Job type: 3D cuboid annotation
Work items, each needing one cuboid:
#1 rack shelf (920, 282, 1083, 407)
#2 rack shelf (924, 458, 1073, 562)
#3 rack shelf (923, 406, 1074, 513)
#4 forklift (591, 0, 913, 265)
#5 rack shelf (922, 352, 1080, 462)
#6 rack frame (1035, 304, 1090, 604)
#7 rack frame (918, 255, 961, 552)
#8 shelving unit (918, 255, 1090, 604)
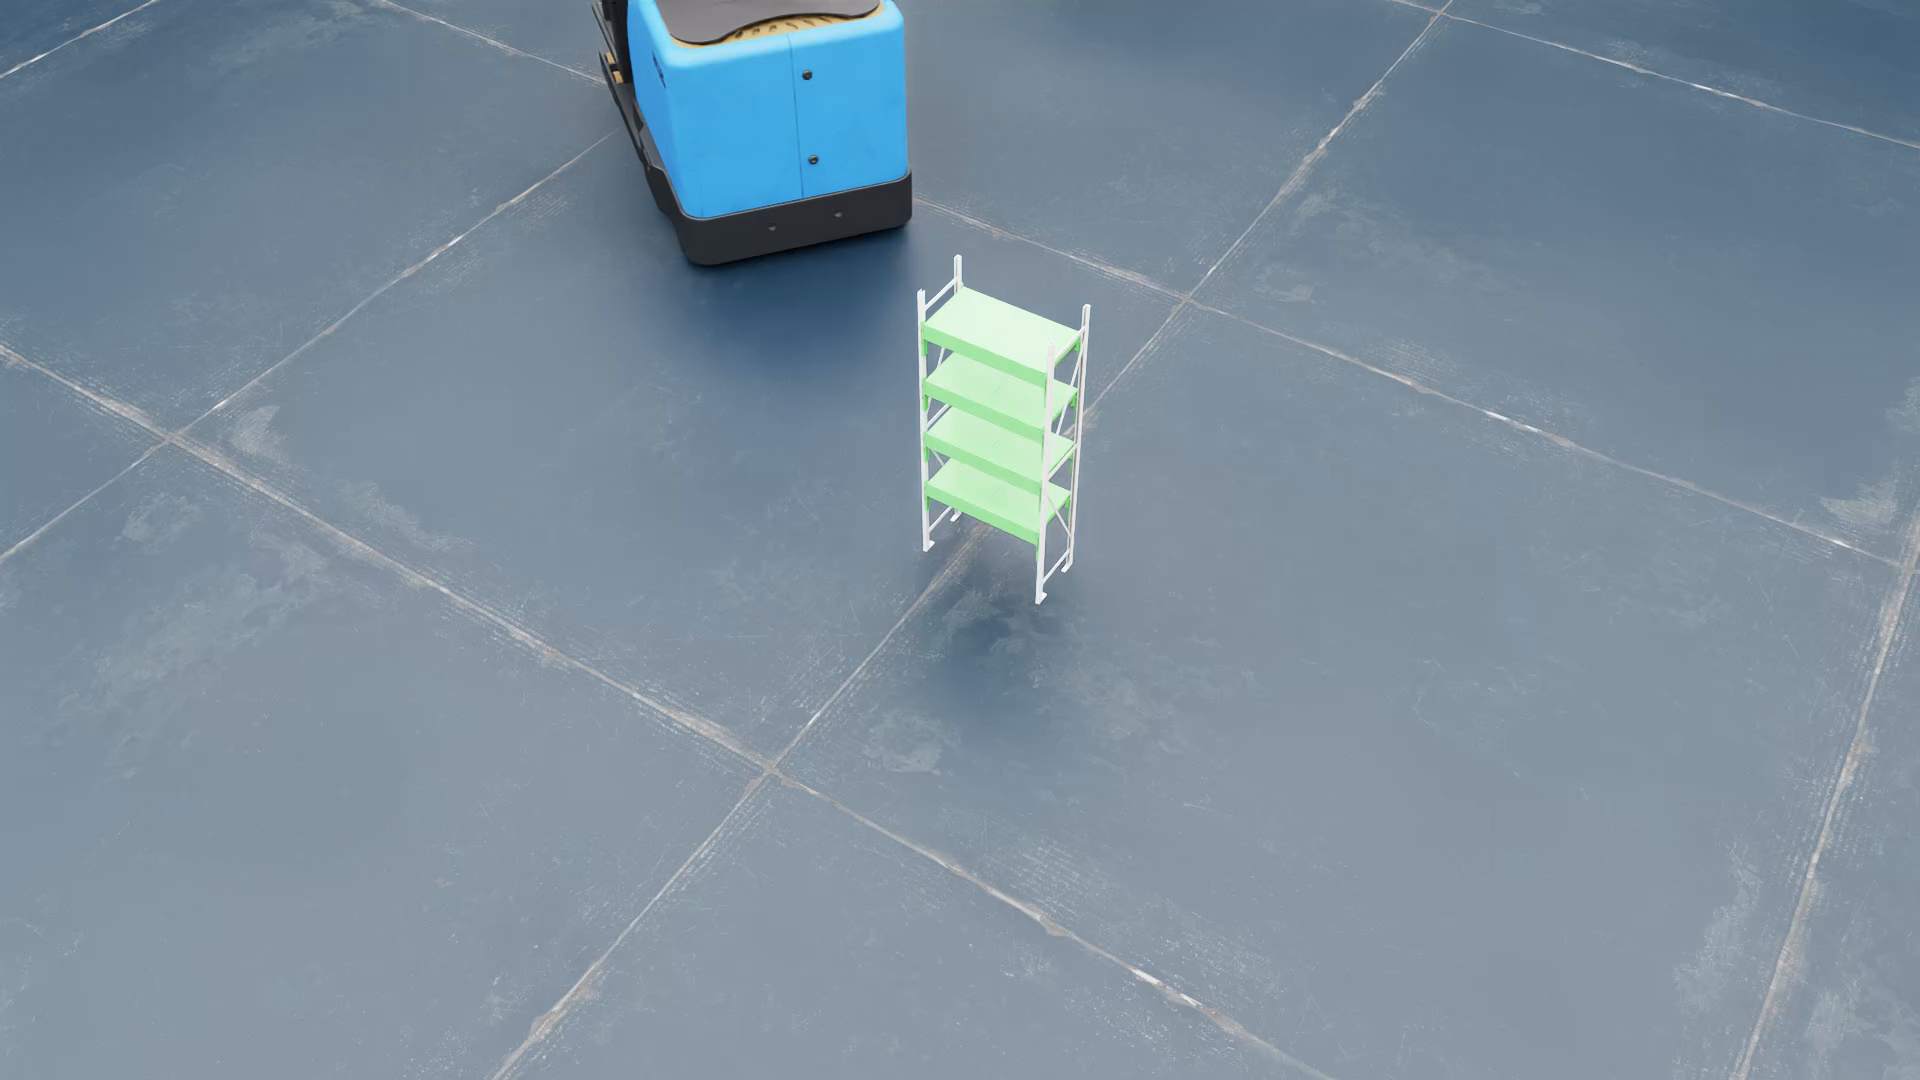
[{"bbox_3d":[0.139,-0.644,5.459,0.480,0.148,0.258,25,51,22],"label":"rack shelf"},{"bbox_3d":[0.139,-0.142,5.975,0.480,0.148,0.258,25,51,22],"label":"rack shelf"},{"bbox_3d":[0.139,-0.310,5.803,0.480,0.148,0.258,25,51,22],"label":"rack shelf"},{"bbox_3d":[-1.195,-3.308,7.421,1.130,2.935,3.031,-15,48,-14],"label":"forklift"},{"bbox_3d":[0.139,-0.477,5.631,0.480,0.148,0.258,25,51,22],"label":"rack shelf"},{"bbox_3d":[0.345,-0.260,5.666,0.015,1.200,0.240,25,51,22],"label":"rack frame"},{"bbox_3d":[-0.066,-0.449,5.849,0.015,1.200,0.240,25,51,22],"label":"rack frame"},{"bbox_3d":[0.139,-0.354,5.757,0.503,1.200,0.258,25,51,22],"label":"shelving unit"}]
